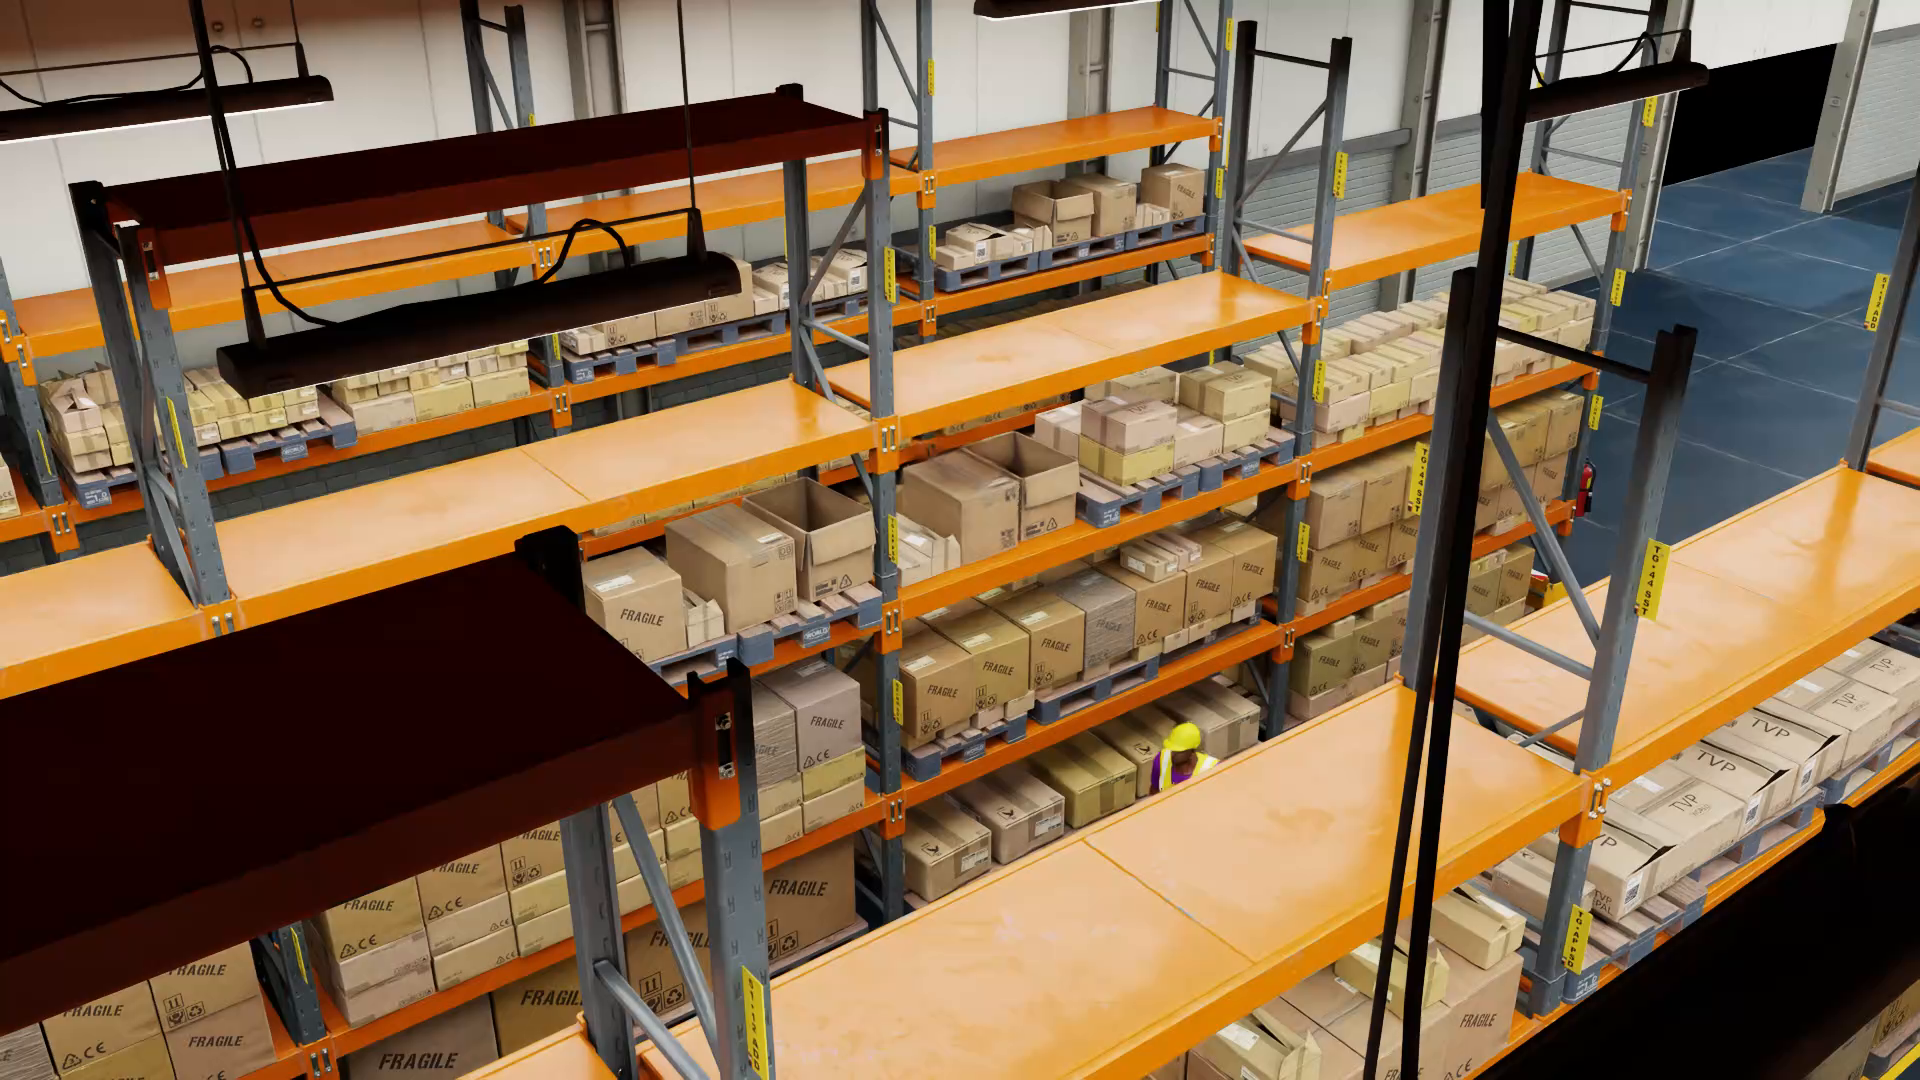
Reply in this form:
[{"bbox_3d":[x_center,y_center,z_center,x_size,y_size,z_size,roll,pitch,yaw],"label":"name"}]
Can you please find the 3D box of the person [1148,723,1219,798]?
[{"bbox_3d":[1.634,2.067,11.950,0.605,1.805,0.580,21,33,36],"label":"person"}]
